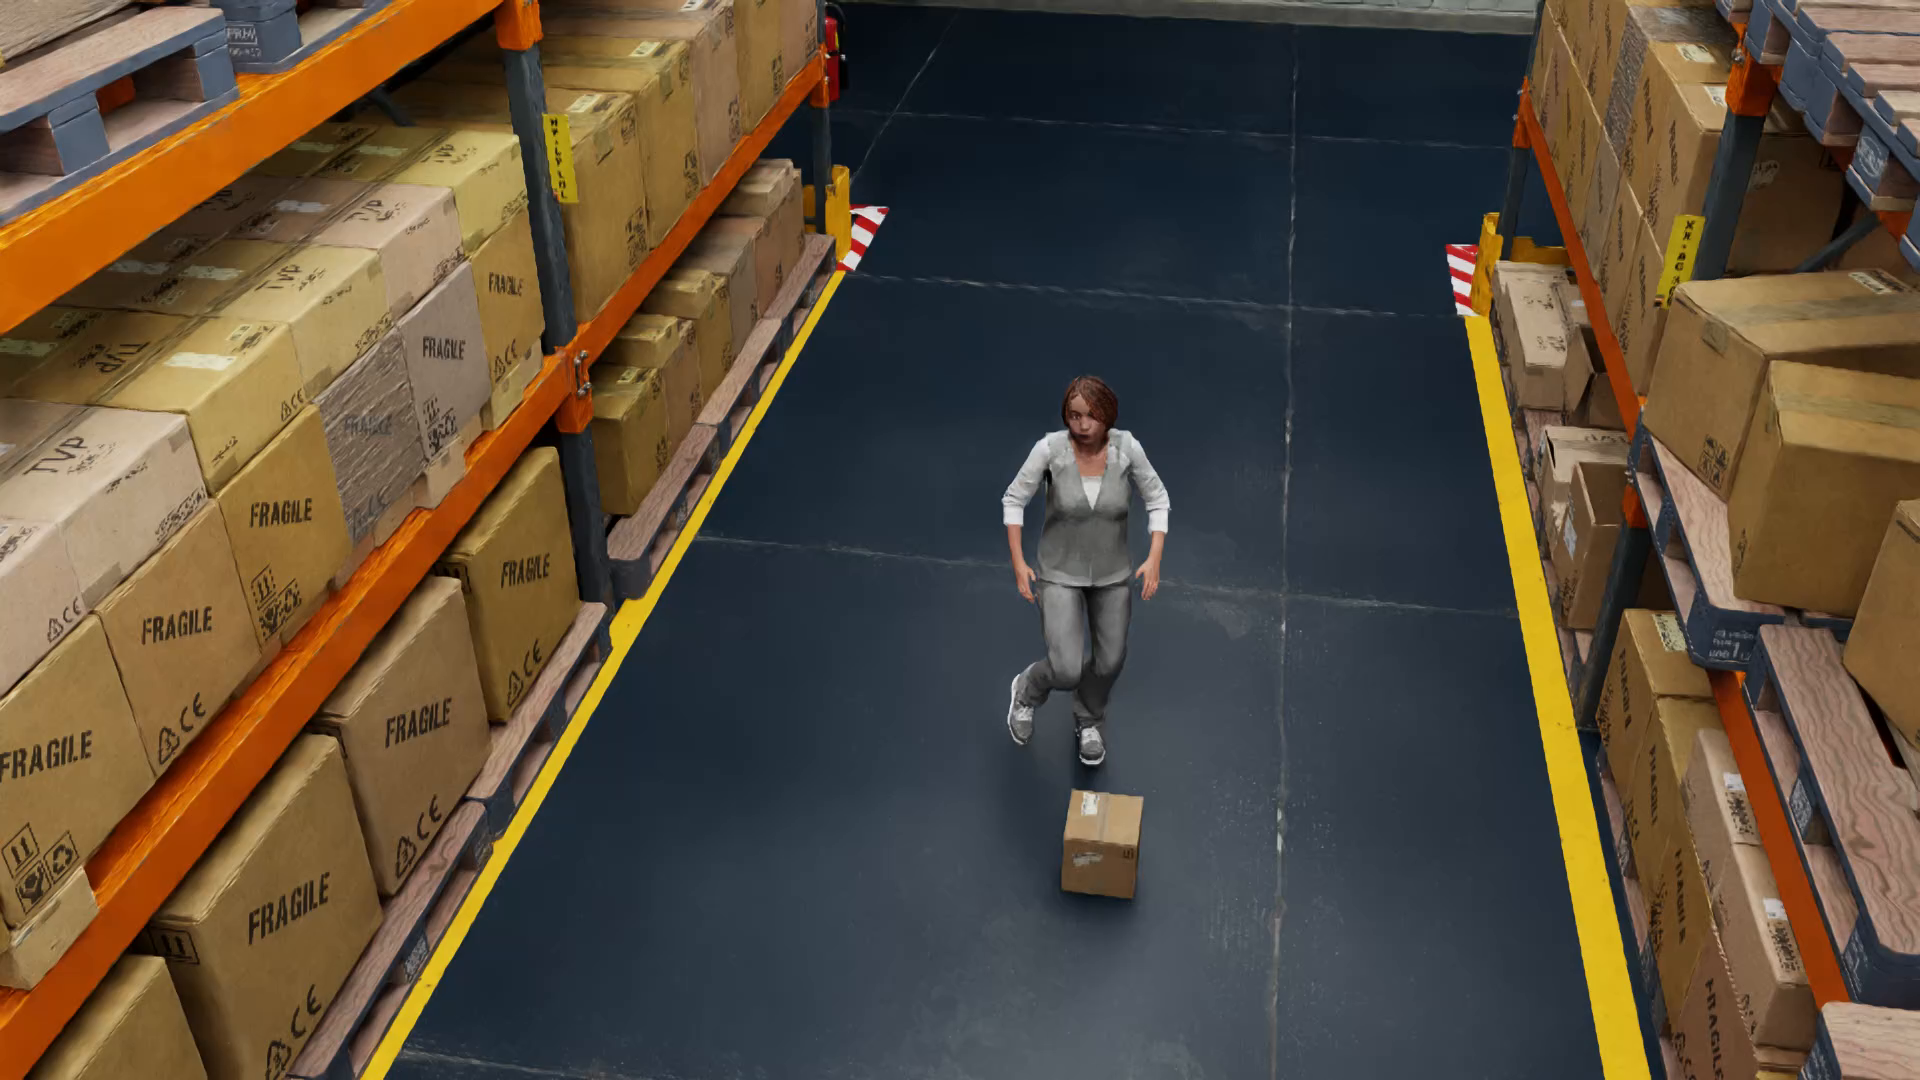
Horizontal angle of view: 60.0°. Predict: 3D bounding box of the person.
[{"bbox_3d":[0.473,0.143,5.958,0.585,1.567,0.439,-7,34,-11],"label":"person"}]
